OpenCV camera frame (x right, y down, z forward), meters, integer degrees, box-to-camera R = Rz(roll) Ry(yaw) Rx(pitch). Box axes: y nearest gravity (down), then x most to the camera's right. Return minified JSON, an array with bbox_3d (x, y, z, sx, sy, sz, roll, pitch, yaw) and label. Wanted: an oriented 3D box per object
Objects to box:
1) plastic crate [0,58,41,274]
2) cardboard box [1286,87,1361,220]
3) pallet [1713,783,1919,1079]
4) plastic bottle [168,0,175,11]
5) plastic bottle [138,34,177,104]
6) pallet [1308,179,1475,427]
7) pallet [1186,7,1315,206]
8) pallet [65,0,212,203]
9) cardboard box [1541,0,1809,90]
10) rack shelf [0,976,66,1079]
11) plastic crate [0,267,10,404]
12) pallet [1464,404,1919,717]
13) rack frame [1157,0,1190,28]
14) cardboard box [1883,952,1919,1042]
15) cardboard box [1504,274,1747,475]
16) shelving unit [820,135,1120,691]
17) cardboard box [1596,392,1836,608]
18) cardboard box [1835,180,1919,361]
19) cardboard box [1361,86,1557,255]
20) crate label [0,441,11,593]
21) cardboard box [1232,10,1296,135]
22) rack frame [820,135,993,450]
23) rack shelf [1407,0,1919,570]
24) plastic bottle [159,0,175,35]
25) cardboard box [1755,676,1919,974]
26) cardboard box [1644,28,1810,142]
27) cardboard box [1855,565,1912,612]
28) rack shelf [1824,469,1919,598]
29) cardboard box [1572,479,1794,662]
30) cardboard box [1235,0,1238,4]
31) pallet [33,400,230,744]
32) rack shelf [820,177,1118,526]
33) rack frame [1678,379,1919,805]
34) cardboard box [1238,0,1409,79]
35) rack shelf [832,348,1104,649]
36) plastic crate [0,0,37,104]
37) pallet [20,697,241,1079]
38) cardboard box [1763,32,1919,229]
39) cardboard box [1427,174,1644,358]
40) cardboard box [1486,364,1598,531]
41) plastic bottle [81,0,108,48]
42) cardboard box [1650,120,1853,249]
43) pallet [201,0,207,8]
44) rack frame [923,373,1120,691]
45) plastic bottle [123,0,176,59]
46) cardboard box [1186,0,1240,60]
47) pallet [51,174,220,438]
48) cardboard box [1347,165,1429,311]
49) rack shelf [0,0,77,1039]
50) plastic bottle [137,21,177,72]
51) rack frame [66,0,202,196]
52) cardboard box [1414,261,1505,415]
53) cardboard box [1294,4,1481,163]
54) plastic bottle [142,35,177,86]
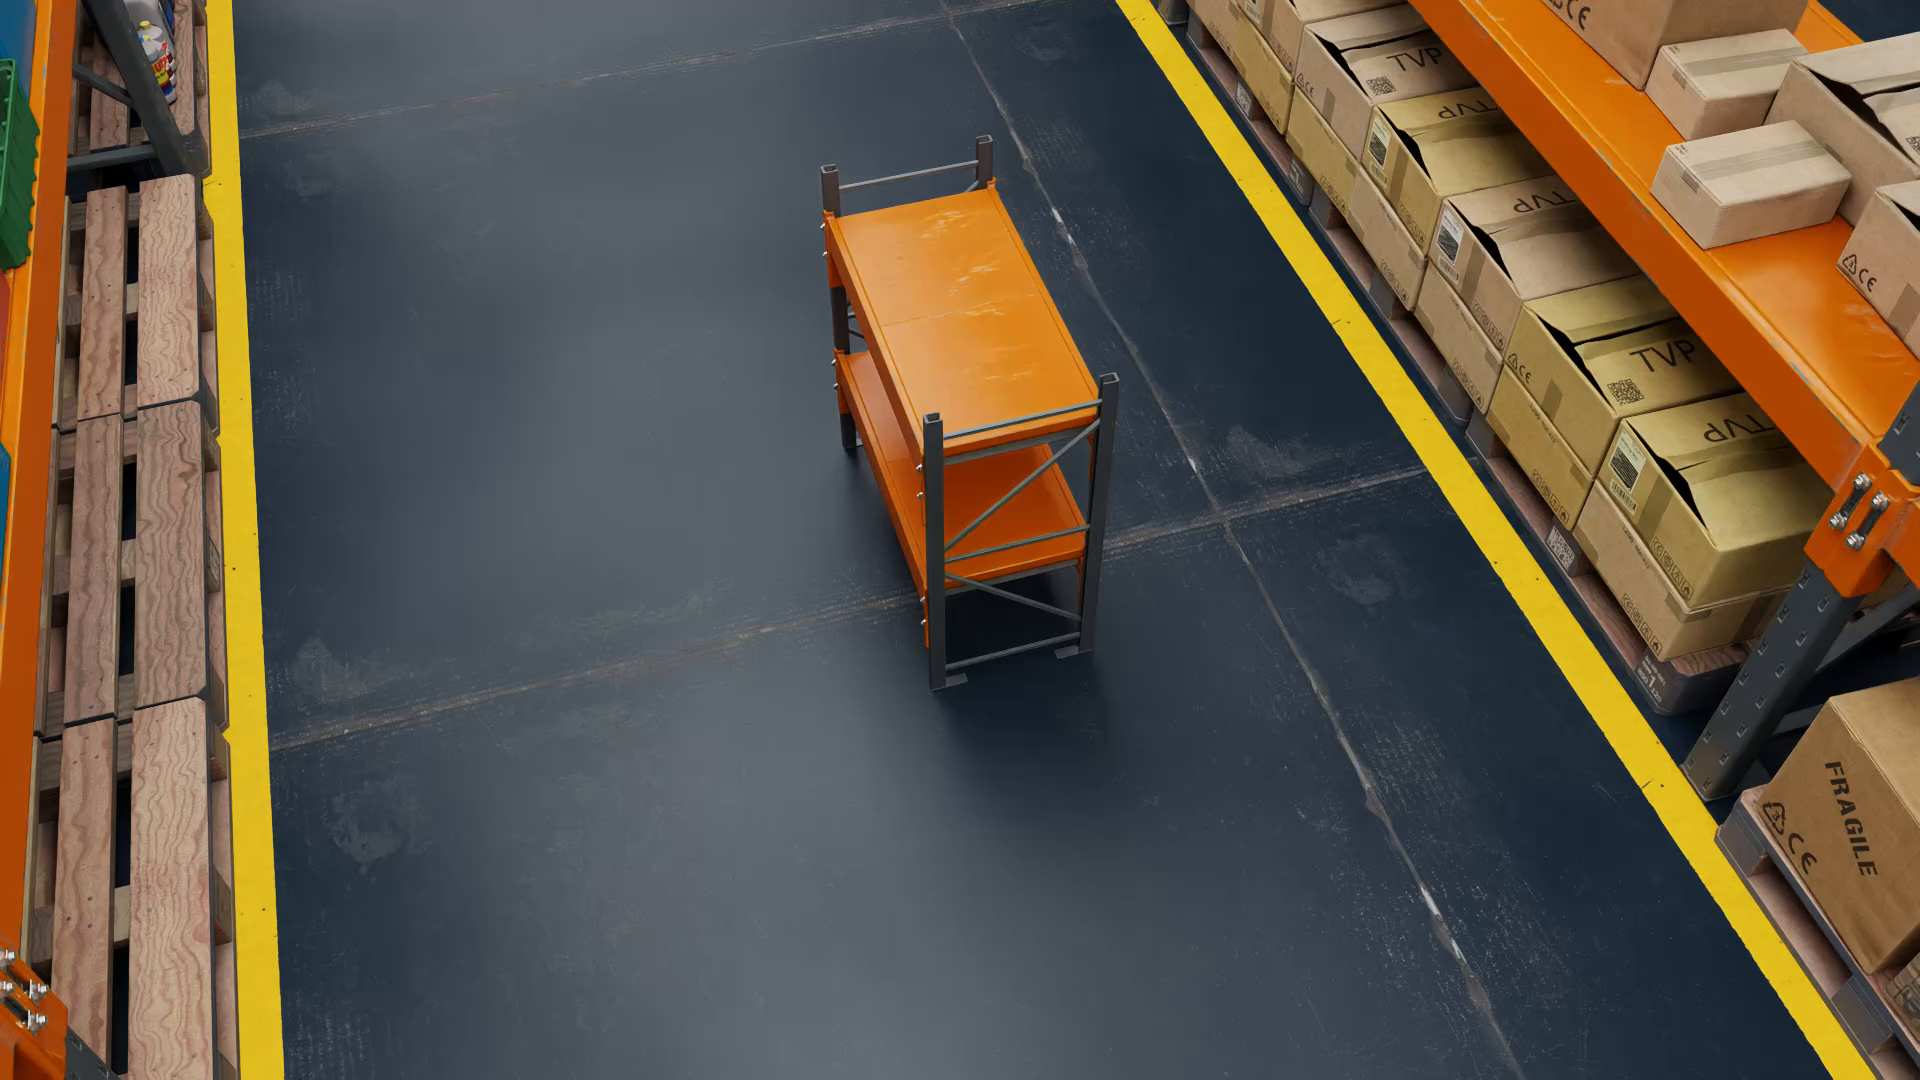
[{"bbox_3d":[-2.602,-0.917,4.200,0.450,0.188,0.662,-13,51,-11],"label":"plastic crate"},{"bbox_3d":[1.535,-1.458,6.041,0.500,0.250,0.500,-15,51,-12],"label":"cardboard box"},{"bbox_3d":[2.714,1.064,4.215,1.003,0.211,1.213,-13,51,-11],"label":"pallet"},{"bbox_3d":[-3.285,-2.303,6.674,0.144,0.351,0.185,-15,52,-13],"label":"plastic bottle"},{"bbox_3d":[-3.062,-1.788,6.292,0.097,0.271,0.097,0,50,0],"label":"plastic bottle"},{"bbox_3d":[1.966,-0.990,5.946,1.003,0.211,1.213,-13,51,-11],"label":"pallet"},{"bbox_3d":[1.602,-1.883,6.699,1.003,0.211,1.213,-13,51,-11],"label":"pallet"},{"bbox_3d":[-3.545,-1.795,6.625,1.003,0.211,1.213,-13,51,-11],"label":"pallet"},{"bbox_3d":[2.018,-1.643,4.608,0.500,0.500,0.500,-16,52,-13],"label":"cardboard box"},{"bbox_3d":[-1.612,2.421,1.718,1.077,0.370,4.000,-13,51,-11],"label":"rack shelf"},{"bbox_3d":[-2.389,-0.542,3.703,0.402,0.464,0.583,-13,51,-11],"label":"plastic crate"},{"bbox_3d":[2.323,-0.100,5.197,1.003,0.211,1.213,-13,51,-11],"label":"pallet"},{"bbox_3d":[1.347,-3.311,6.079,1.000,3.000,0.127,-13,51,-11],"label":"rack frame"},{"bbox_3d":[2.551,1.053,3.748,0.500,0.500,0.500,-15,51,-12],"label":"cardboard box"},{"bbox_3d":[1.979,-0.524,4.887,0.500,0.311,0.500,-14,51,-12],"label":"cardboard box"},{"bbox_3d":[0.002,-0.358,4.816,0.538,1.125,1.048,-13,51,-11],"label":"shelving unit"},{"bbox_3d":[2.139,-0.146,4.568,0.500,0.311,0.500,-12,51,-10],"label":"cardboard box"},{"bbox_3d":[2.464,-0.636,3.882,0.500,0.311,0.500,-10,51,-9],"label":"cardboard box"},{"bbox_3d":[1.687,-1.260,5.507,0.500,0.311,0.500,-12,51,-10],"label":"cardboard box"},{"bbox_3d":[-2.239,-0.070,3.324,0.502,0.435,0.616,-13,51,-11],"label":"crate label"},{"bbox_3d":[1.379,-1.835,6.359,0.500,0.250,0.500,-12,51,-10],"label":"cardboard box"},{"bbox_3d":[-0.148,-0.729,5.129,0.500,1.125,0.032,-13,51,-11],"label":"rack frame"},{"bbox_3d":[1.938,-1.618,5.123,1.077,0.370,4.000,-13,51,-11],"label":"rack shelf"},{"bbox_3d":[-3.229,-2.165,6.558,0.144,0.351,0.185,-12,51,-10],"label":"plastic bottle"},{"bbox_3d":[2.391,0.672,4.069,0.500,0.500,0.500,-11,51,-9],"label":"cardboard box"},{"bbox_3d":[2.098,-1.227,4.487,0.380,0.149,0.250,-10,51,-8],"label":"cardboard box"},{"bbox_3d":[2.655,-0.087,4.885,0.500,0.250,0.500,-13,51,-11],"label":"cardboard box"},{"bbox_3d":[3.121,1.303,2.660,1.077,0.370,4.000,-13,51,-11],"label":"rack shelf"},{"bbox_3d":[2.141,0.033,4.784,0.500,0.250,0.500,-12,51,-10],"label":"cardboard box"},{"bbox_3d":[1.231,-2.382,6.453,0.500,0.311,0.500,-13,51,-11],"label":"cardboard box"},{"bbox_3d":[-2.753,0.163,4.975,1.003,0.211,1.213,-13,51,-11],"label":"pallet"},{"bbox_3d":[0.002,-0.546,4.592,0.538,0.278,1.000,-13,51,-11],"label":"rack shelf"},{"bbox_3d":[2.529,-0.389,3.616,1.000,3.000,0.127,-13,51,-11],"label":"rack frame"},{"bbox_3d":[1.374,-2.015,6.144,0.500,0.311,0.500,-14,51,-11],"label":"cardboard box"},{"bbox_3d":[0.002,-0.200,5.003,0.538,0.278,1.000,-13,51,-11],"label":"rack shelf"},{"bbox_3d":[-2.763,-1.453,4.523,0.392,0.384,0.575,-13,51,-11],"label":"plastic crate"},{"bbox_3d":[-2.396,1.052,4.225,1.003,0.211,1.213,-13,51,-11],"label":"pallet"},{"bbox_3d":[2.450,-1.057,4.238,0.500,0.311,0.500,-14,51,-11],"label":"cardboard box"},{"bbox_3d":[1.833,-0.893,5.198,0.500,0.311,0.500,-14,51,-11],"label":"cardboard box"},{"bbox_3d":[1.985,-0.343,5.101,0.500,0.250,0.500,-14,51,-11],"label":"cardboard box"},{"bbox_3d":[-3.366,-2.132,6.530,0.144,0.351,0.185,-13,51,-11],"label":"plastic bottle"},{"bbox_3d":[1.999,-0.903,4.213,0.380,0.149,0.250,-13,51,-11],"label":"cardboard box"},{"bbox_3d":[-3.910,-2.687,7.377,1.003,0.211,1.213,-13,51,-11],"label":"pallet"},{"bbox_3d":[0.152,0.014,4.503,0.500,1.125,0.032,-13,51,-11],"label":"rack frame"},{"bbox_3d":[-3.184,-2.019,6.484,0.152,0.276,0.135,-12,51,-10],"label":"plastic bottle"},{"bbox_3d":[1.229,-2.209,6.674,0.500,0.250,0.500,-14,51,-12],"label":"cardboard box"},{"bbox_3d":[-3.117,-0.730,5.727,1.003,0.211,1.213,-13,51,-11],"label":"pallet"},{"bbox_3d":[1.684,-1.086,5.727,0.500,0.250,0.500,-12,51,-10],"label":"cardboard box"},{"bbox_3d":[-2.795,-0.501,4.181,1.077,0.370,4.000,-13,51,-11],"label":"rack shelf"},{"bbox_3d":[-3.122,-1.914,6.444,0.097,0.201,0.097,0,50,0],"label":"plastic bottle"},{"bbox_3d":[-3.386,-2.193,5.137,1.000,3.000,0.127,-13,51,-11],"label":"rack frame"},{"bbox_3d":[1.839,-0.711,5.411,0.500,0.250,0.500,-12,51,-10],"label":"cardboard box"},{"bbox_3d":[1.528,-1.638,5.826,0.500,0.311,0.500,-15,51,-12],"label":"cardboard box"},{"bbox_3d":[-3.092,-1.839,6.381,0.097,0.201,0.097,0,50,0],"label":"plastic bottle"}]
